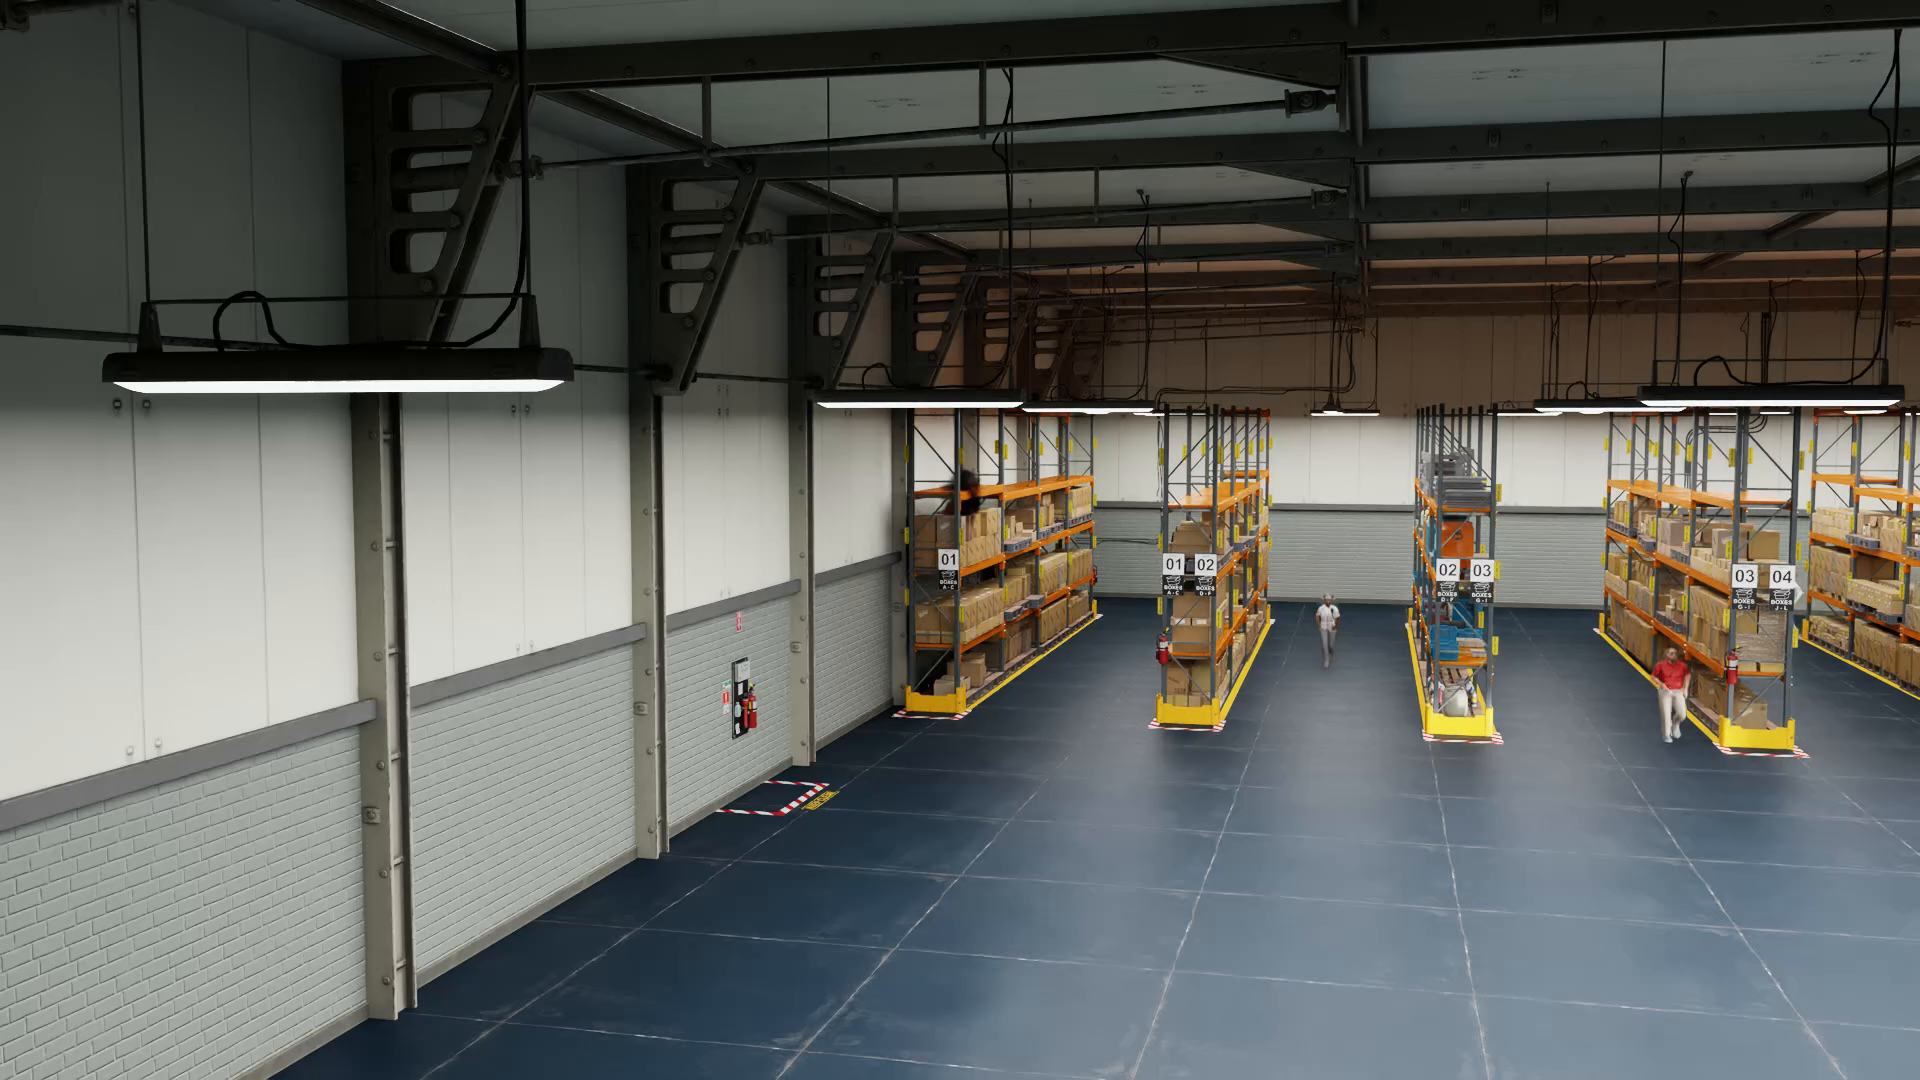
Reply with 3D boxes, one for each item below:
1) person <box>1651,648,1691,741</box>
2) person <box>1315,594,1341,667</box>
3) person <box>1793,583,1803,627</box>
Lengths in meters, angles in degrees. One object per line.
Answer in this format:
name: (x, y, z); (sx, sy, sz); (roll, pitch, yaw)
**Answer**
person: (12.599, 2.743, 29.417); (0.682, 1.683, 0.616); (1, 4, 11)
person: (8.561, 2.077, 38.706); (0.590, 1.683, 0.702); (1, 4, 14)
person: (21.915, 1.668, 44.123); (0.907, 1.681, 0.678); (-1, 4, -11)
